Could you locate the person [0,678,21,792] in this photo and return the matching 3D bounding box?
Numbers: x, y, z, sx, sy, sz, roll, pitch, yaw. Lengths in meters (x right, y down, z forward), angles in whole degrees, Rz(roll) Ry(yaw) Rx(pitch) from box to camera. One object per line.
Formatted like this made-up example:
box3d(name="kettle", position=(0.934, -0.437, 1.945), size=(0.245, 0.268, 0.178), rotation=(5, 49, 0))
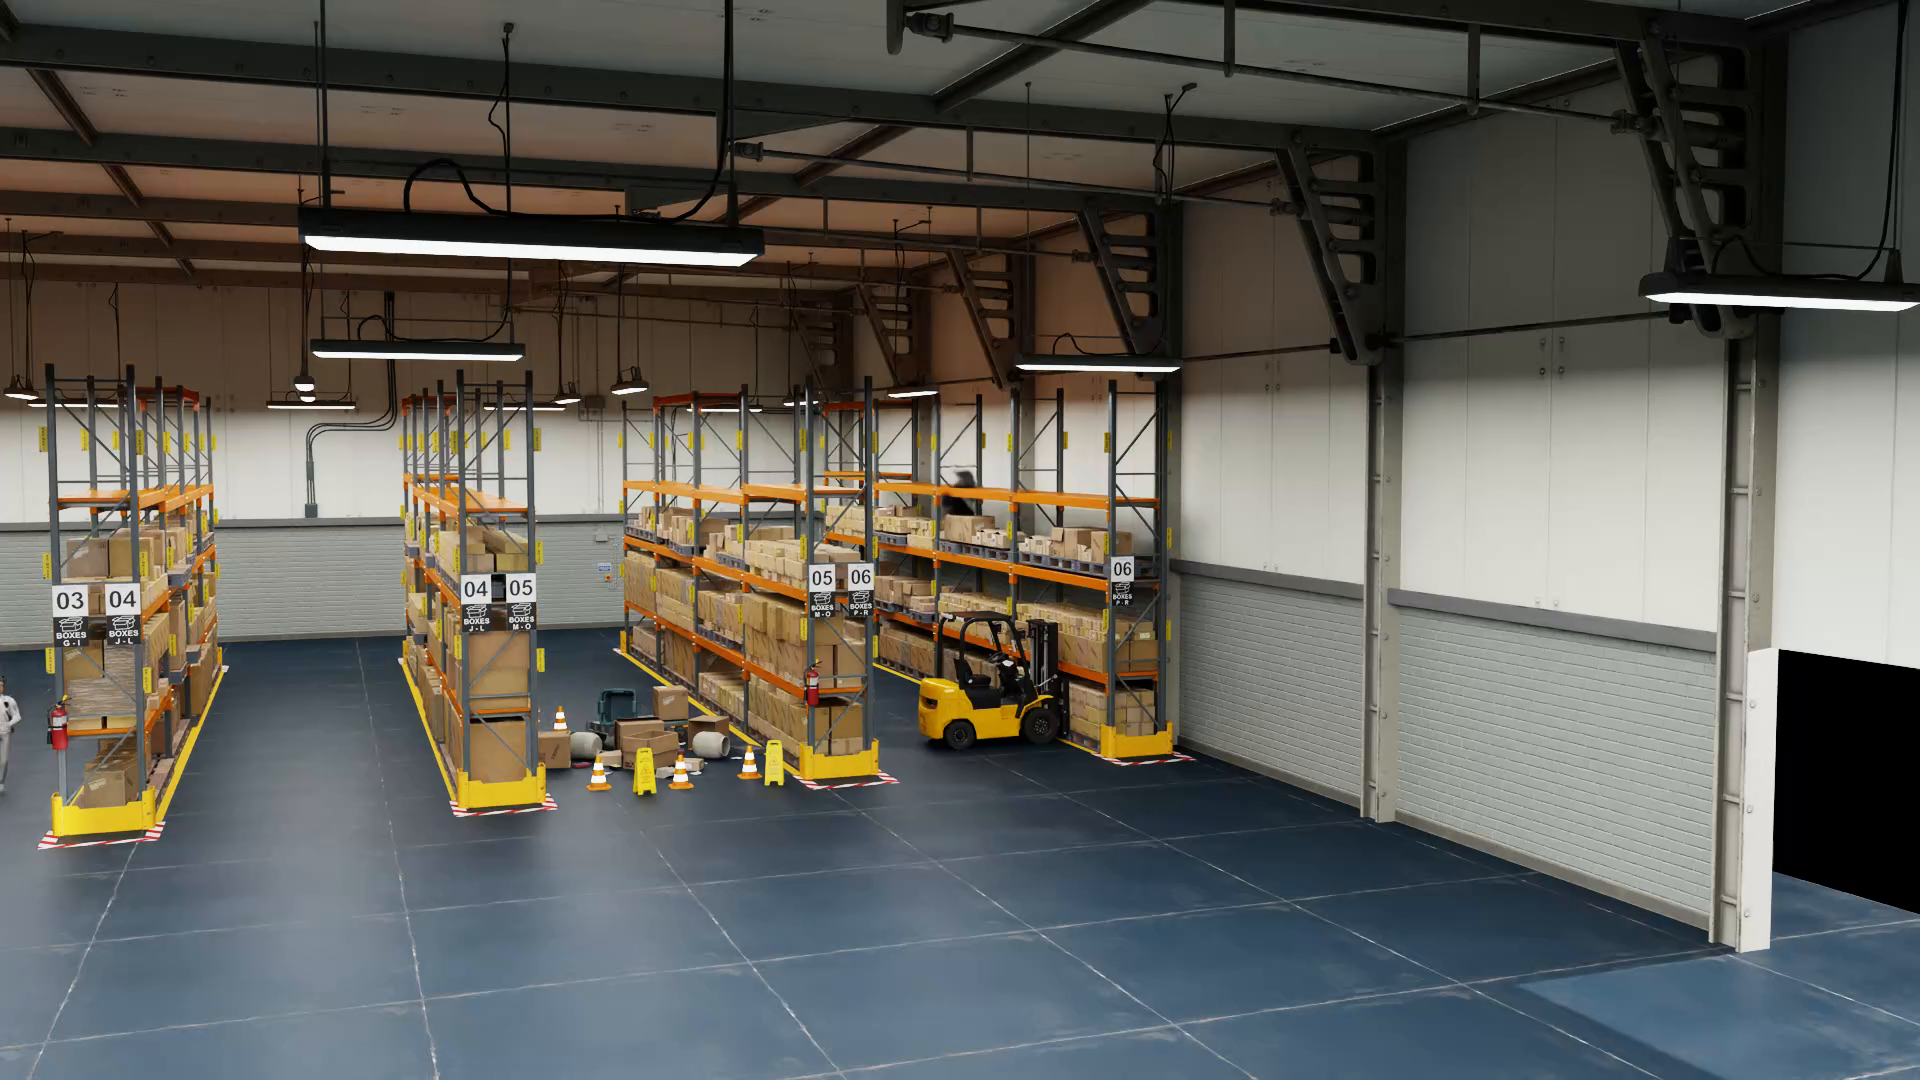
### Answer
box3d(name="person", position=(-13.747, 2.785, 23.749), size=(0.603, 1.659, 0.541), rotation=(-2, 4, -32))
